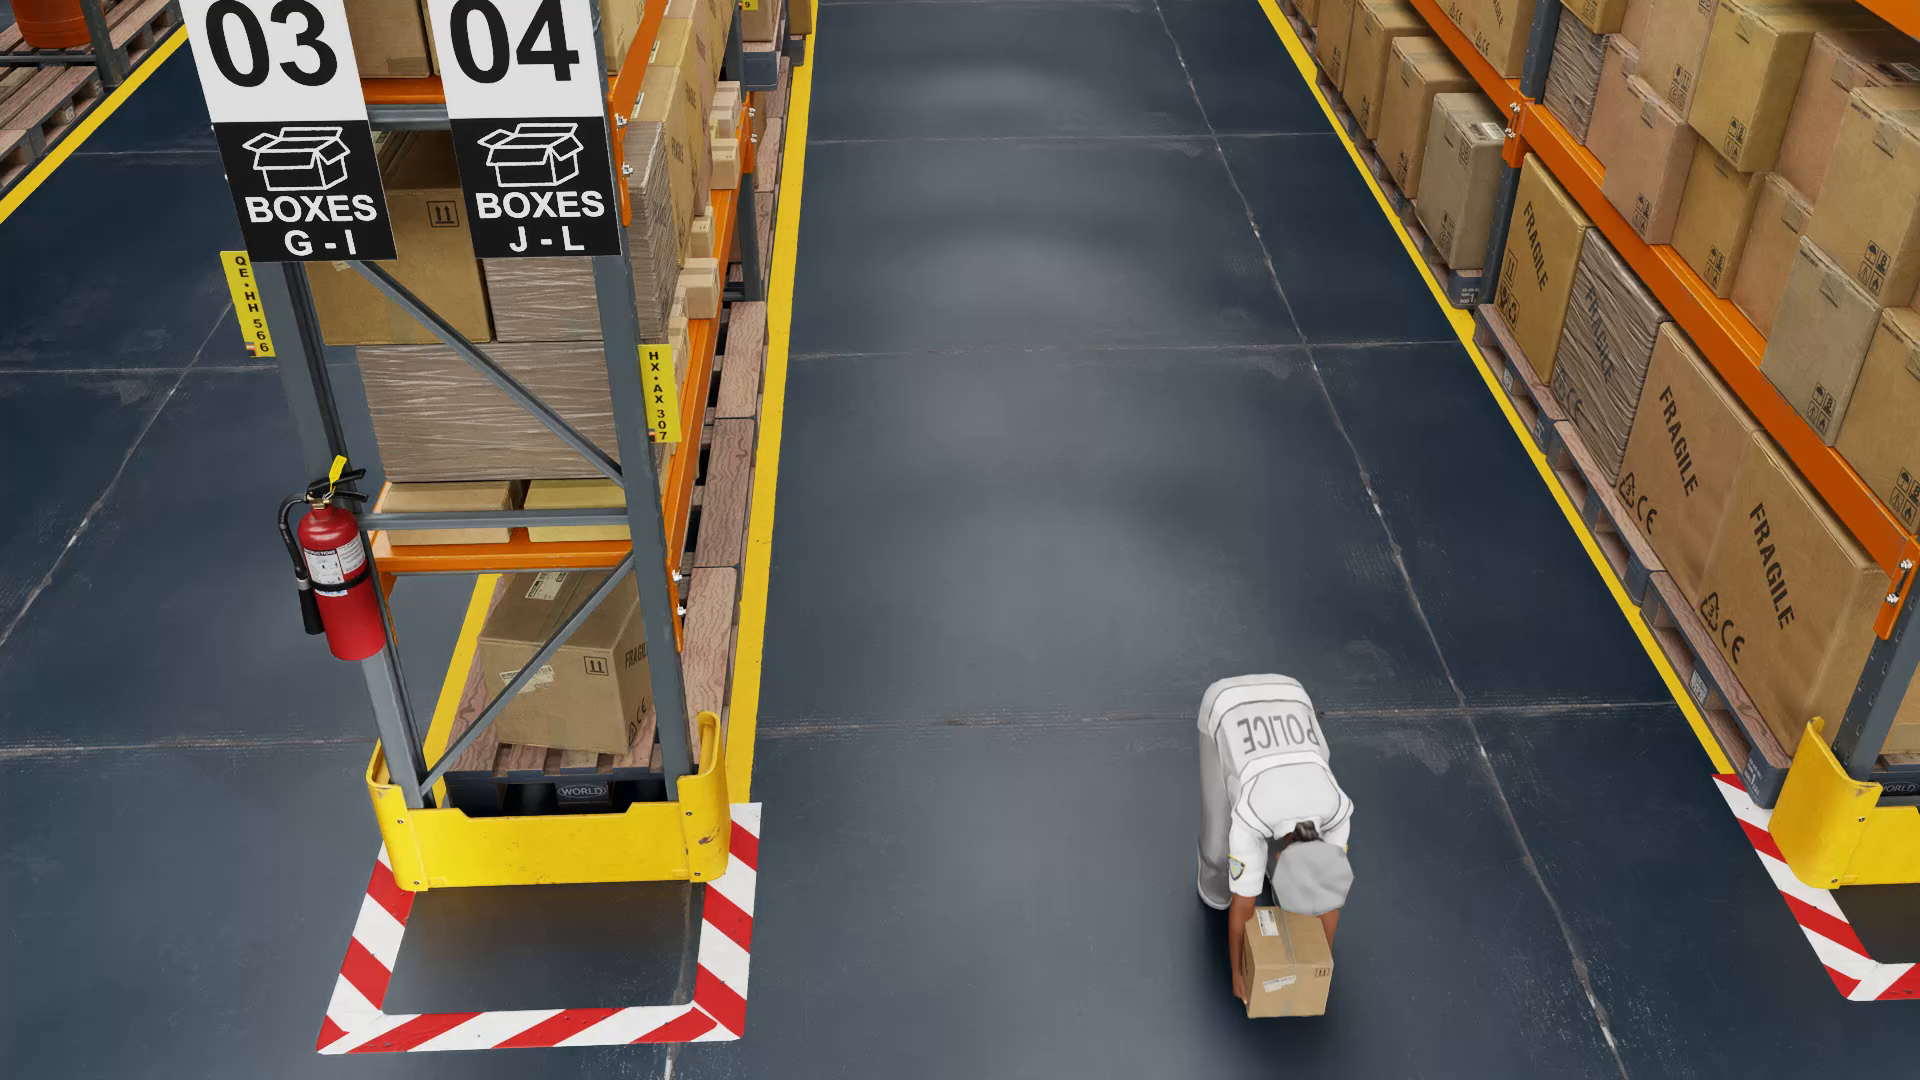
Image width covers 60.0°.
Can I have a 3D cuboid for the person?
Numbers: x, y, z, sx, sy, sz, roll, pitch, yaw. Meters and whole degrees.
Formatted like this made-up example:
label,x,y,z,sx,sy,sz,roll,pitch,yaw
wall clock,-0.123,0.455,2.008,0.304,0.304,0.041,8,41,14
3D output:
label,x,y,z,sx,sy,sz,roll,pitch,yaw
person,1.033,0.971,5.528,0.458,0.833,0.916,-3,36,-4
